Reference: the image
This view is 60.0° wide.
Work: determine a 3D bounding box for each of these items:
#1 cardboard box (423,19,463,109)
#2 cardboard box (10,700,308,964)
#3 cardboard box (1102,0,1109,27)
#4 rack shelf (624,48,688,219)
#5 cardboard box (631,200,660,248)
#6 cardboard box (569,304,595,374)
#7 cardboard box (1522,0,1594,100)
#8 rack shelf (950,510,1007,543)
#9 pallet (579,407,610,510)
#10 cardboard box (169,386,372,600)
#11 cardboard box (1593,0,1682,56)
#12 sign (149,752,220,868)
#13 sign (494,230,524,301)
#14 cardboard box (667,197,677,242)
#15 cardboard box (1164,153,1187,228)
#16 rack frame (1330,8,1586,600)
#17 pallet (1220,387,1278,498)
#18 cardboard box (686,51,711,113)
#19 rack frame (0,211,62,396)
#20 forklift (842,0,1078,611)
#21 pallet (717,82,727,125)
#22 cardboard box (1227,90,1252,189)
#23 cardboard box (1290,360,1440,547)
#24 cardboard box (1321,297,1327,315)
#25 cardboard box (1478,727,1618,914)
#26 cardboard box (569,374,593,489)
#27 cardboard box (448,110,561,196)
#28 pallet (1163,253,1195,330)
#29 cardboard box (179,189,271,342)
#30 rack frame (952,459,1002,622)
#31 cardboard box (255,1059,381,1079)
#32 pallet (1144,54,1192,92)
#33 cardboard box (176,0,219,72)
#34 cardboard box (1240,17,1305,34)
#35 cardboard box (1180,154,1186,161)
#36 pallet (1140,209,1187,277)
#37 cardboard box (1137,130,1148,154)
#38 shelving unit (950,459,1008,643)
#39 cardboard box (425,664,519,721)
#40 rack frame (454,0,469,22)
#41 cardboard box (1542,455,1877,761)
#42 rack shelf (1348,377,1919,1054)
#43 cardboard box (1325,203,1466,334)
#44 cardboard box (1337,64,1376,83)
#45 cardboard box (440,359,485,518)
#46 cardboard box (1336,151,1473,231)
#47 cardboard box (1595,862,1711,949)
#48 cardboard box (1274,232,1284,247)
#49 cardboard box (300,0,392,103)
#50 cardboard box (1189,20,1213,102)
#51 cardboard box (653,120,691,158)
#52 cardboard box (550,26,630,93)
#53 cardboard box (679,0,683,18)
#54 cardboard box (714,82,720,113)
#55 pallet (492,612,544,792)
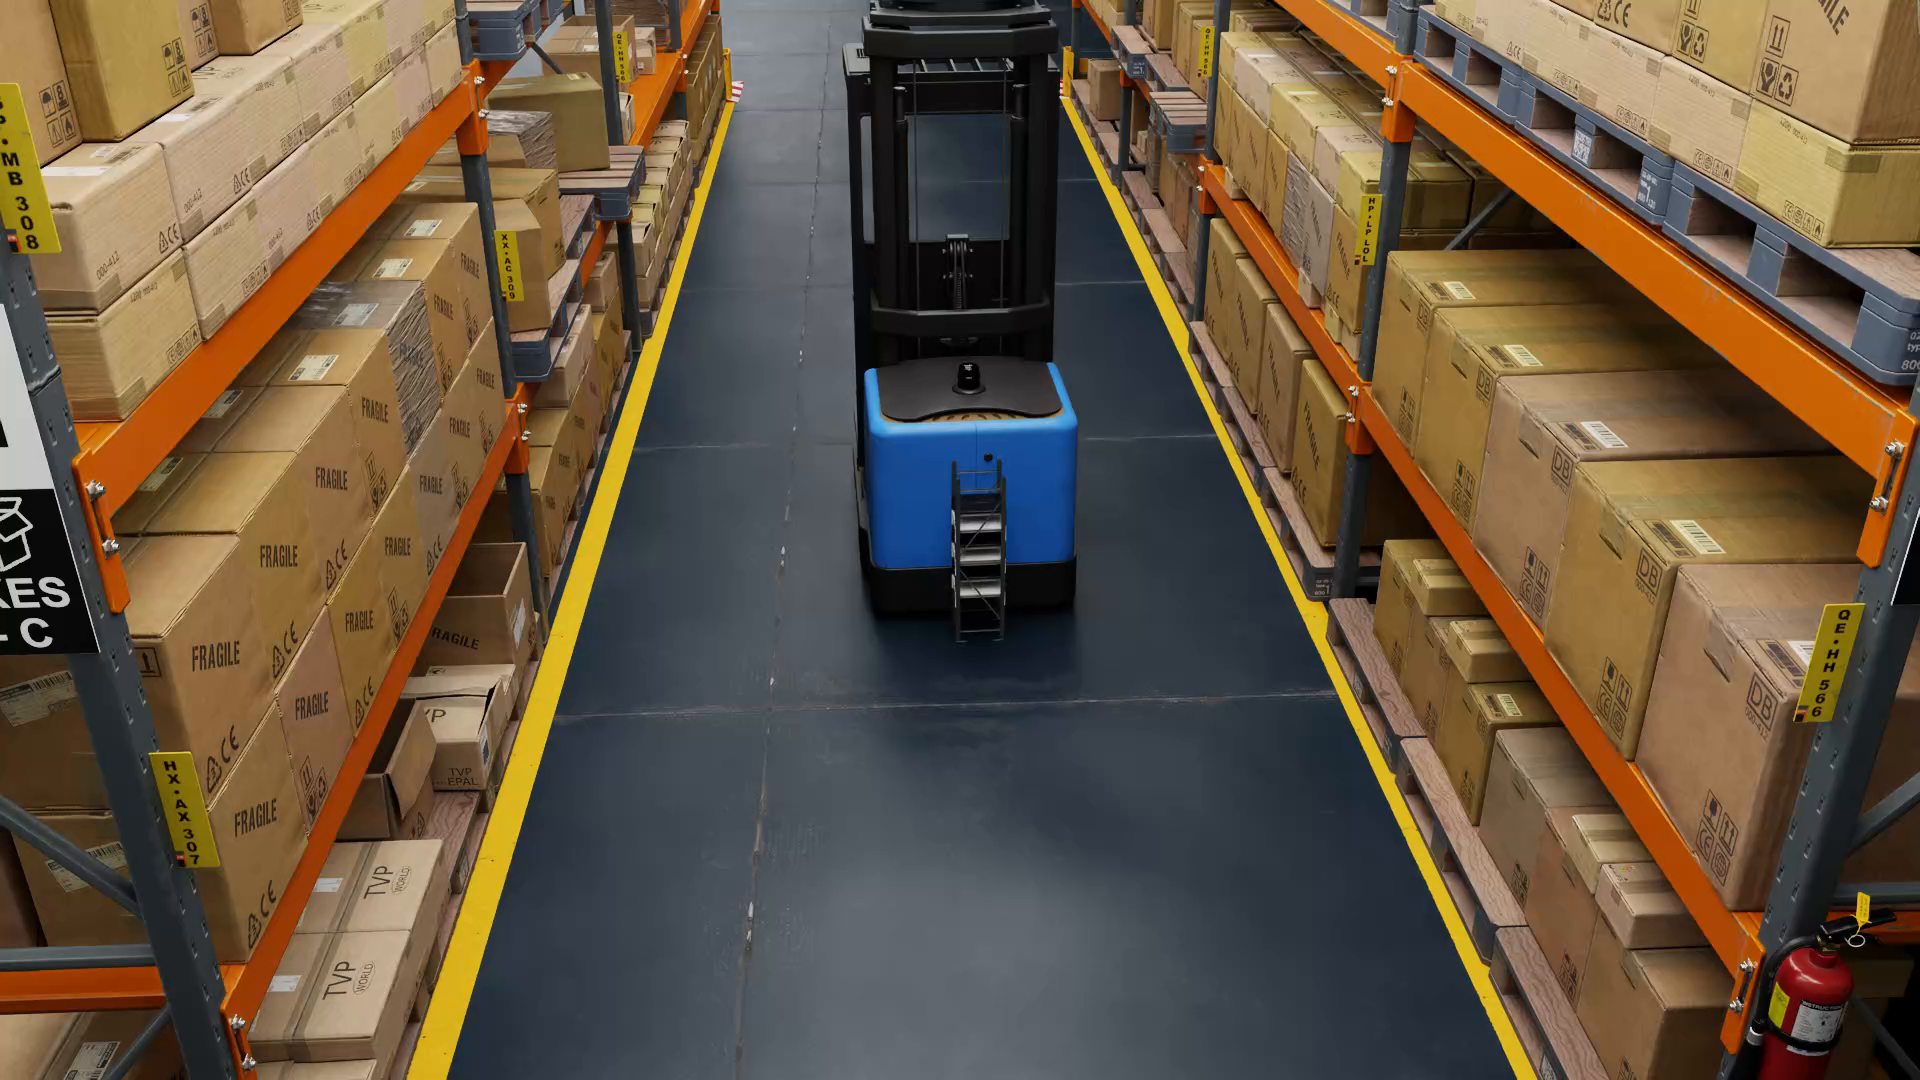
[{"bbox_3d":[-2.263,-1.866,6.503,0.500,0.250,0.500,-1,28,-3],"label":"cardboard box"},{"bbox_3d":[-2.105,0.771,4.420,0.500,0.500,0.500,-1,28,-2],"label":"cardboard box"},{"bbox_3d":[1.629,-5.021,15.773,0.500,0.250,0.500,-1,28,-2],"label":"cardboard box"},{"bbox_3d":[-2.868,-3.273,13.059,1.077,0.370,4.000,-1,28,-3],"label":"rack shelf"},{"bbox_3d":[-2.533,-2.375,12.473,0.500,0.311,0.500,-2,28,-4],"label":"cardboard box"},{"bbox_3d":[-2.415,-1.163,9.652,0.500,0.250,0.500,-2,28,-4],"label":"cardboard box"},{"bbox_3d":[2.212,-1.638,5.503,0.500,0.250,0.500,-2,28,-4],"label":"cardboard box"},{"bbox_3d":[0.090,-0.071,8.097,0.258,0.077,0.200,-2,28,-5],"label":"rack shelf"},{"bbox_3d":[-2.701,-0.524,10.026,1.003,0.211,1.213,-1,28,-3],"label":"pallet"},{"bbox_3d":[-2.161,-0.145,5.095,0.500,0.500,0.500,-1,28,-2],"label":"cardboard box"},{"bbox_3d":[2.240,-1.725,4.859,0.500,0.500,0.500,-3,28,-5],"label":"cardboard box"},{"bbox_3d":[-1.804,0.630,3.863,0.100,0.325,0.005,-1,28,-3],"label":"sign"},{"bbox_3d":[-2.013,-1.221,7.412,0.100,0.325,0.005,-1,28,-3],"label":"sign"},{"bbox_3d":[-2.584,-2.593,13.497,0.500,0.250,0.500,-1,28,-2],"label":"cardboard box"},{"bbox_3d":[2.093,-2.910,13.812,0.700,0.500,0.500,-1,28,-2],"label":"cardboard box"},{"bbox_3d":[2.392,-0.942,7.812,1.000,3.000,0.127,-1,28,-3],"label":"rack frame"},{"bbox_3d":[2.210,-0.625,10.220,1.003,0.211,1.213,-1,28,-3],"label":"pallet"},{"bbox_3d":[-2.736,-4.498,16.339,0.500,0.500,0.500,-1,28,-3],"label":"cardboard box"},{"bbox_3d":[-2.345,-1.633,2.651,1.000,3.000,0.127,-1,28,-3],"label":"rack frame"},{"bbox_3d":[-0.057,-1.589,9.128,1.130,2.935,3.031,-2,28,-5],"label":"forklift"},{"bbox_3d":[-3.099,-4.774,18.175,1.003,0.211,1.213,-1,28,-3],"label":"pallet"},{"bbox_3d":[1.971,-2.502,10.352,0.500,0.500,0.500,0,28,-1],"label":"cardboard box"},{"bbox_3d":[2.229,-0.472,8.782,0.750,0.750,0.750,-1,28,-2],"label":"cardboard box"},{"bbox_3d":[2.087,-1.225,8.606,0.380,0.149,0.250,-1,28,-1],"label":"cardboard box"},{"bbox_3d":[2.412,1.043,6.255,0.700,0.500,0.500,-2,28,-4],"label":"cardboard box"},{"bbox_3d":[-2.394,-0.614,9.410,0.500,0.500,0.500,-1,28,-2],"label":"cardboard box"},{"bbox_3d":[-2.761,-2.183,9.630,0.700,0.500,0.500,4,28,7],"label":"cardboard box"},{"bbox_3d":[2.144,-1.914,12.691,1.003,0.211,1.213,-1,28,-3],"label":"pallet"},{"bbox_3d":[-2.132,-0.711,4.289,0.500,0.250,0.500,-1,28,-3],"label":"cardboard box"},{"bbox_3d":[0.081,0.012,8.254,0.240,0.900,0.006,-2,28,-5],"label":"rack frame"},{"bbox_3d":[-2.037,1.771,5.200,0.380,0.166,0.250,-1,28,-3],"label":"cardboard box"},{"bbox_3d":[2.039,-3.617,13.149,1.003,0.211,1.213,-1,28,-3],"label":"pallet"},{"bbox_3d":[-2.463,-1.489,4.429,0.700,0.500,0.500,-1,28,-3],"label":"cardboard box"},{"bbox_3d":[2.136,-3.475,11.383,0.380,0.149,0.250,-5,28,-9],"label":"cardboard box"},{"bbox_3d":[2.087,-3.273,13.698,0.500,0.250,0.500,-2,28,-4],"label":"cardboard box"},{"bbox_3d":[2.083,-2.476,13.769,1.003,0.211,1.213,-1,28,-3],"label":"pallet"},{"bbox_3d":[1.917,-3.822,15.922,0.380,0.166,0.250,-5,28,-9],"label":"cardboard box"},{"bbox_3d":[0.090,0.059,8.164,0.258,0.900,0.210,-2,28,-5],"label":"shelving unit"},{"bbox_3d":[-2.162,0.676,7.317,0.380,0.149,0.250,-1,28,-3],"label":"cardboard box"},{"bbox_3d":[-2.554,-3.481,6.192,1.000,3.000,0.127,-1,28,-3],"label":"rack frame"},{"bbox_3d":[2.515,0.201,5.296,0.980,0.700,0.700,-2,28,-3],"label":"cardboard box"},{"bbox_3d":[2.497,0.301,6.208,1.077,0.370,4.000,-1,28,-3],"label":"rack shelf"},{"bbox_3d":[2.117,-1.334,8.113,0.500,0.500,0.500,-2,28,-3],"label":"cardboard box"},{"bbox_3d":[2.513,-2.627,9.782,0.500,0.250,0.500,-2,28,-4],"label":"cardboard box"},{"bbox_3d":[-2.244,-0.402,6.670,0.500,0.500,0.500,-1,28,-1],"label":"cardboard box"},{"bbox_3d":[2.113,-1.669,7.944,0.500,0.250,0.500,-1,28,-1],"label":"cardboard box"},{"bbox_3d":[2.276,1.164,5.322,0.380,0.149,0.250,-2,28,-3],"label":"cardboard box"},{"bbox_3d":[2.060,-1.821,9.748,0.380,0.149,0.250,-1,28,-2],"label":"cardboard box"},{"bbox_3d":[-2.211,-1.626,5.502,0.500,0.250,0.500,-1,28,-3],"label":"cardboard box"},{"bbox_3d":[2.093,-3.503,12.139,0.700,0.500,0.500,-4,28,-7],"label":"cardboard box"},{"bbox_3d":[-2.665,-3.551,14.727,0.500,0.311,0.500,-1,28,-3],"label":"cardboard box"},{"bbox_3d":[-2.895,-3.730,13.050,0.500,0.500,0.500,-1,28,-3],"label":"cardboard box"},{"bbox_3d":[-3.058,-5.239,15.944,0.700,0.500,0.500,-1,28,-2],"label":"cardboard box"},{"bbox_3d":[-2.792,-4.627,17.398,0.500,0.250,0.500,-1,28,-3],"label":"cardboard box"},{"bbox_3d":[-2.519,0.733,7.617,1.003,0.211,1.213,-1,28,-3],"label":"pallet"}]
